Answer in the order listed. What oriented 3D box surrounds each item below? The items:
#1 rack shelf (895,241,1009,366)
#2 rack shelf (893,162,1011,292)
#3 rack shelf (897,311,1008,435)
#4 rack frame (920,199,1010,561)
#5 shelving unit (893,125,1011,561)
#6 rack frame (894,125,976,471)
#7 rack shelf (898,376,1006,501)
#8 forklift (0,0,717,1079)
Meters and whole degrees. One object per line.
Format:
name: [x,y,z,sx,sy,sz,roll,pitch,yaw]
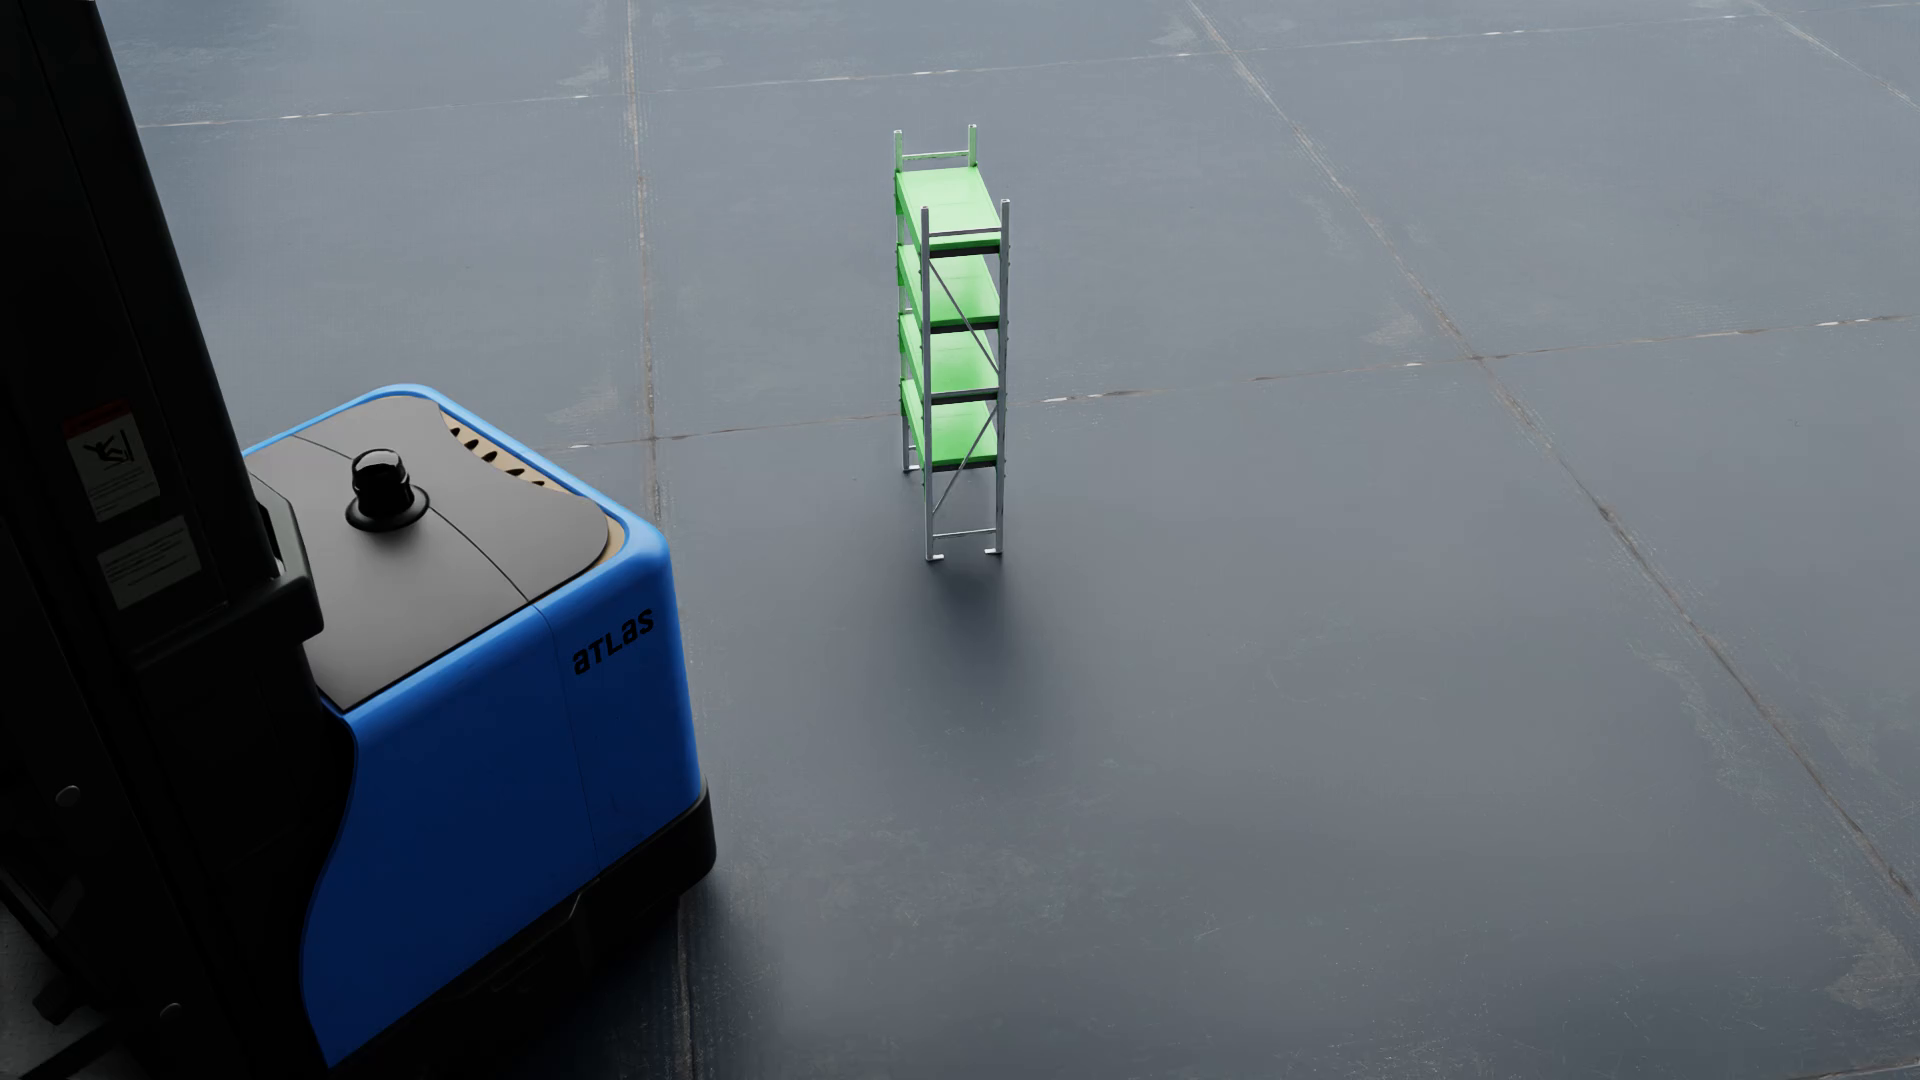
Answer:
rack shelf: [-0.029,-0.713,4.903,0.258,0.148,0.480,-6,38,-8]
rack shelf: [-0.029,-0.902,4.755,0.258,0.148,0.480,-6,38,-8]
rack shelf: [-0.029,-0.523,5.050,0.258,0.148,0.480,-6,38,-8]
rack frame: [0.014,-0.426,4.821,0.240,1.200,0.015,-6,38,-8]
shelving unit: [-0.029,-0.574,5.011,0.258,1.200,0.503,-6,38,-8]
rack frame: [-0.072,-0.721,5.200,0.240,1.200,0.015,-6,38,-8]
rack shelf: [-0.029,-0.334,5.197,0.258,0.148,0.480,-6,38,-8]
forklift: [-1.959,0.159,2.657,1.130,2.935,3.031,29,46,32]
